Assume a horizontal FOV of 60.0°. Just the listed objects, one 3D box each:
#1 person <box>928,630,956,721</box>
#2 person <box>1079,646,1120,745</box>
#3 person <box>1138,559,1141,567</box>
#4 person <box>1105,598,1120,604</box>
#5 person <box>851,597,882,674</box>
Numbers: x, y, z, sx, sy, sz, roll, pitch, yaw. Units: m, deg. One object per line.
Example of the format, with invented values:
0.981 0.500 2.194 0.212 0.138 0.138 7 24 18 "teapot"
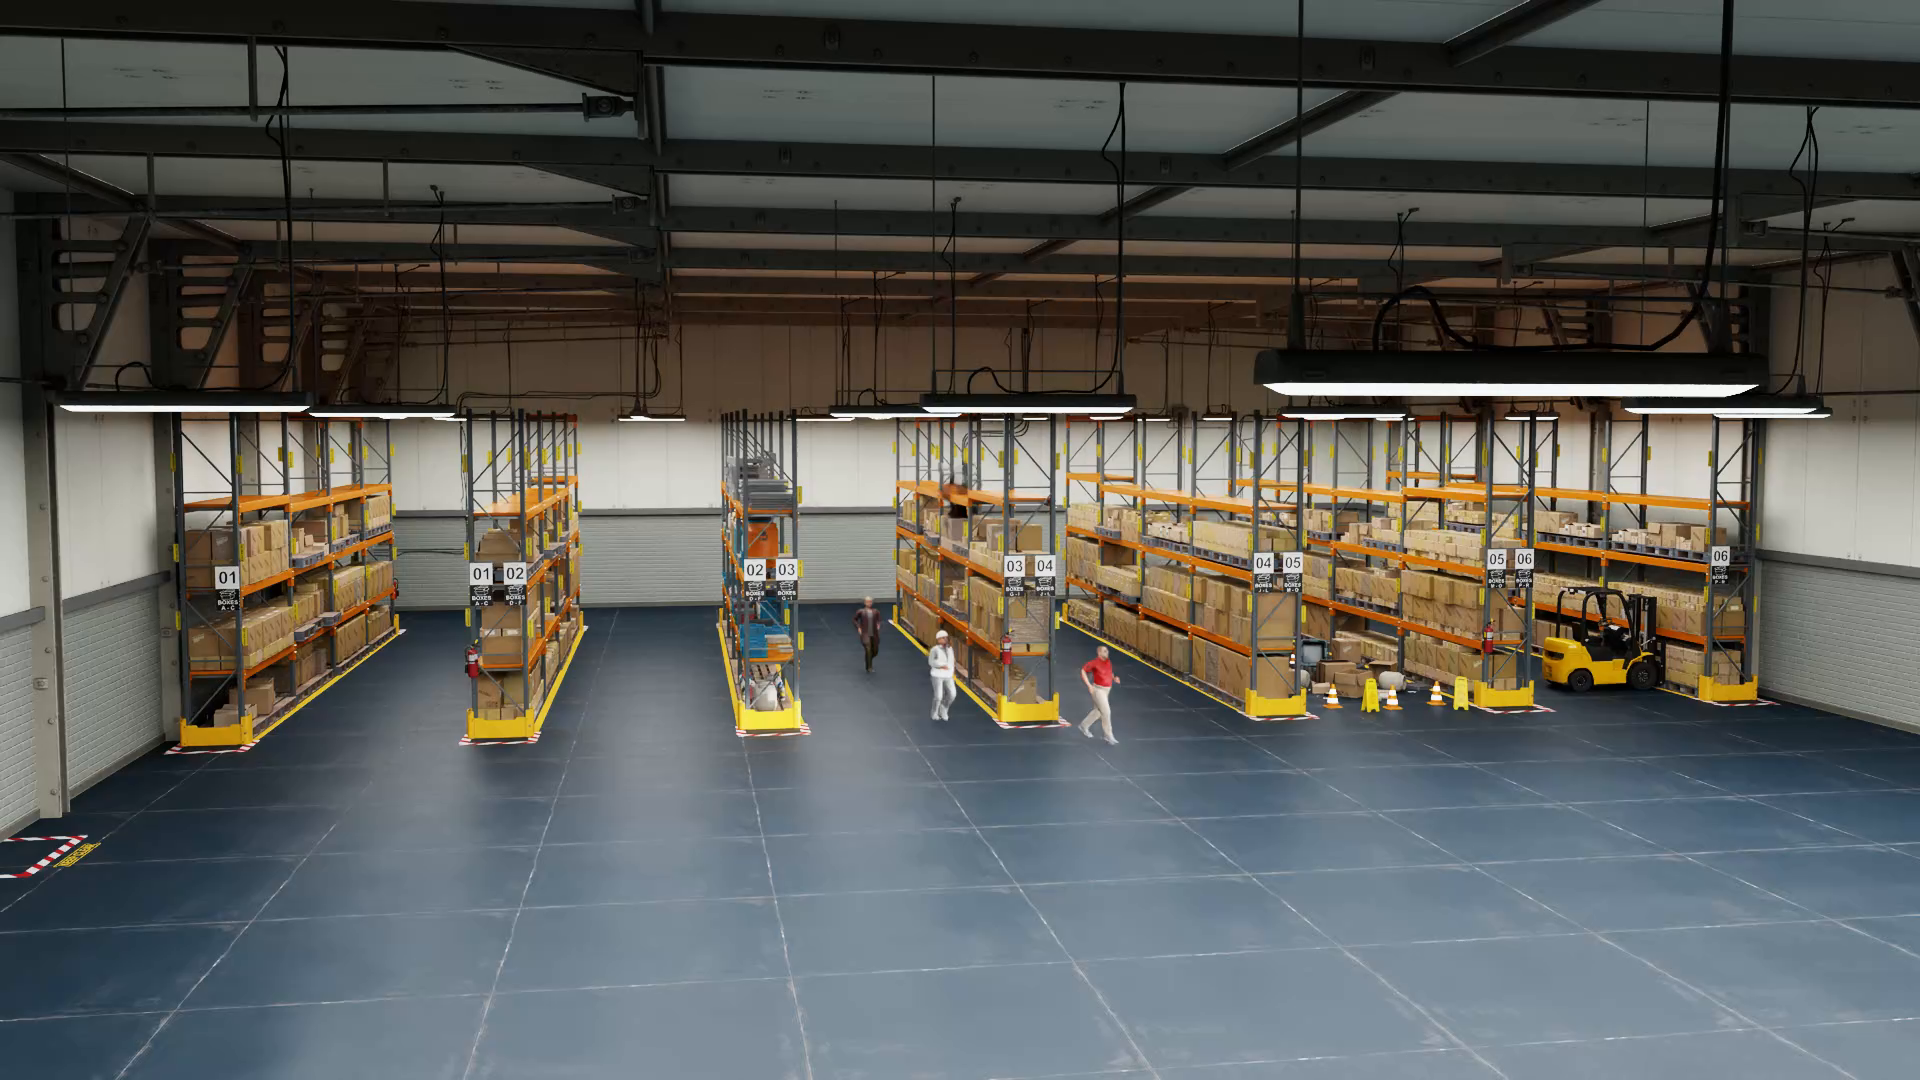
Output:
-0.308 2.619 31.967 0.667 1.768 0.669 -2 5 -31 "person"
2.521 2.772 29.986 0.901 1.757 0.659 3 5 32 "person"
5.341 1.390 50.136 0.651 1.722 0.593 -1 4 -19 "person"
4.606 1.436 50.050 0.886 1.606 0.551 -1 4 -10 "person"
-2.121 2.182 38.313 0.715 1.735 0.826 -1 4 -20 "person"
